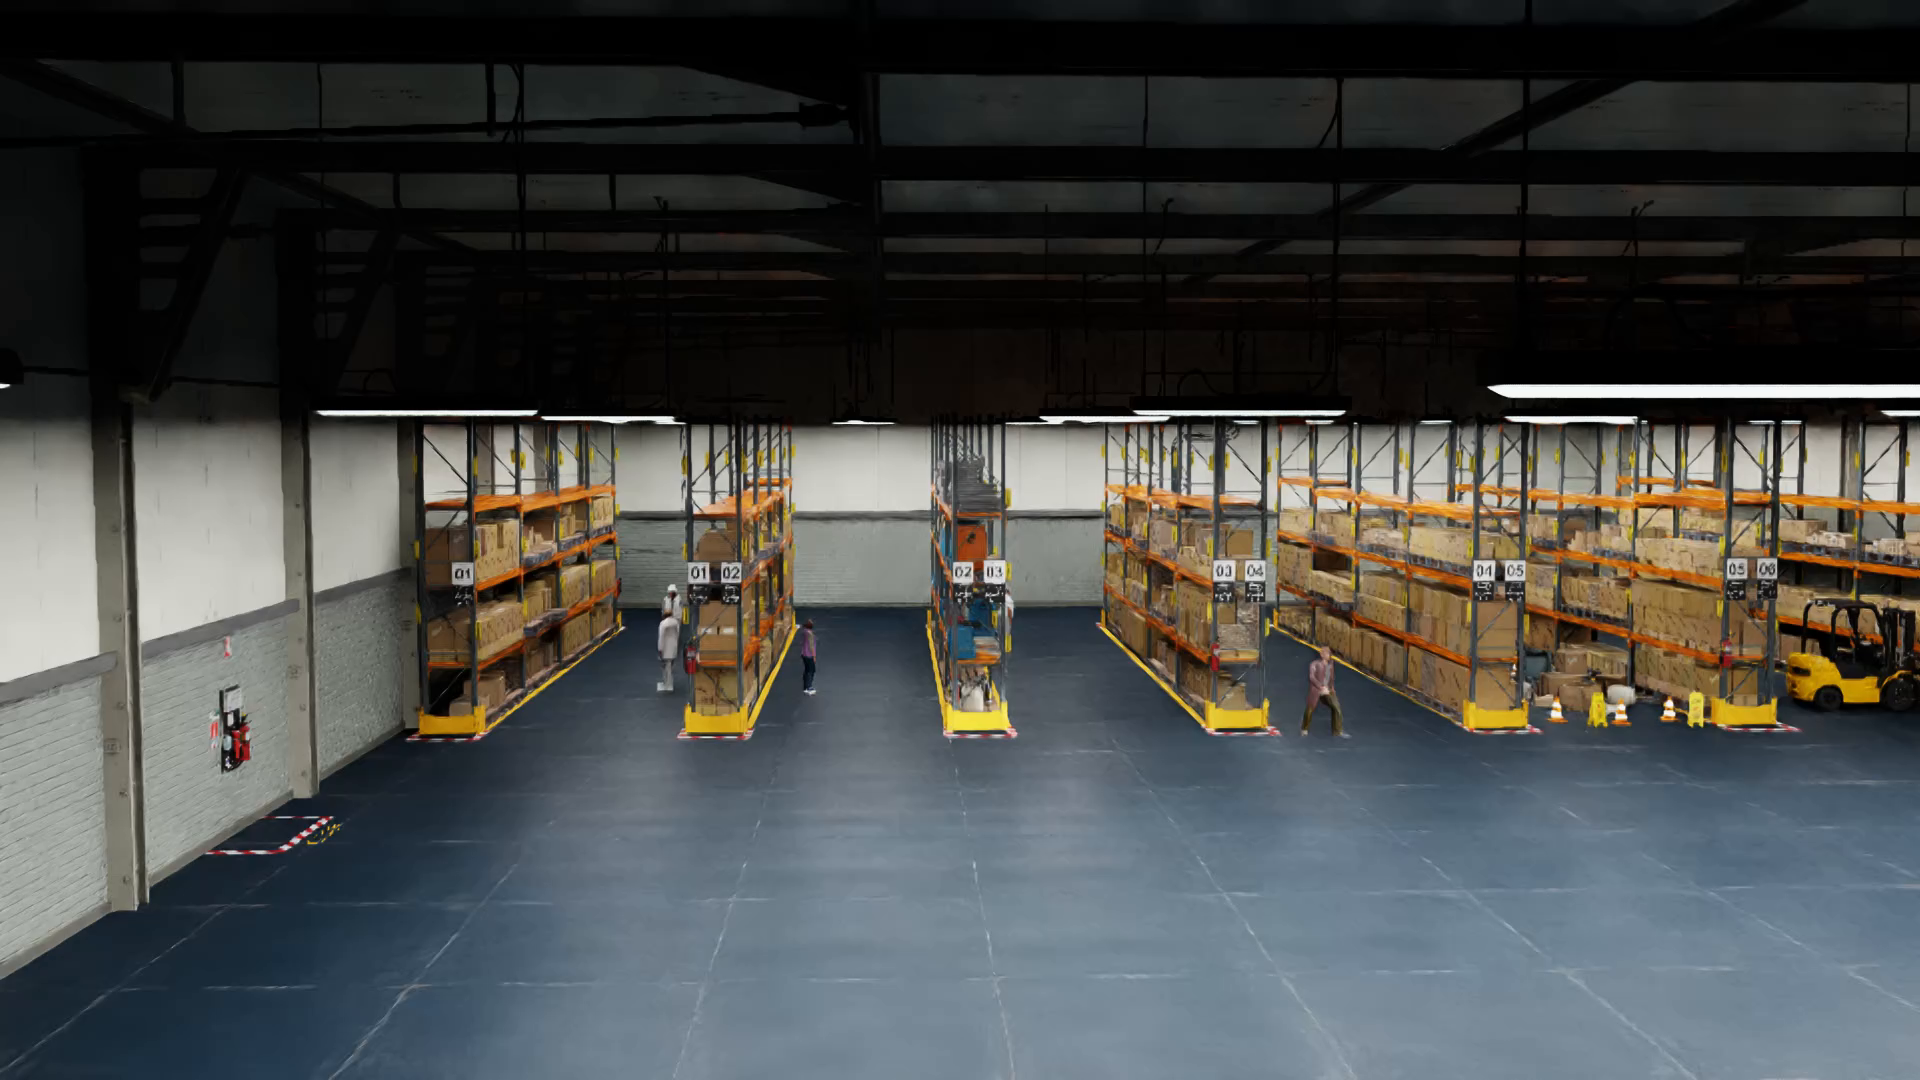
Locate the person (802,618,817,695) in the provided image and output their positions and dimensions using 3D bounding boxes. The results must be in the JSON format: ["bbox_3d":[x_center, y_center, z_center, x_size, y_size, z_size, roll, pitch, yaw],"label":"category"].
[{"bbox_3d":[-3.227,2.508,35.743,0.336,1.642,0.482,-2,4,-30],"label":"person"}]

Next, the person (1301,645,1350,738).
[{"bbox_3d":[6.655,2.777,30.554,0.711,1.719,0.868,-1,4,-21],"label":"person"}]

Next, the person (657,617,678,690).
[{"bbox_3d":[-6.399,2.454,36.175,0.549,1.587,0.634,2,4,28],"label":"person"}]

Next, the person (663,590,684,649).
[{"bbox_3d":[-7.338,1.969,42.575,0.518,1.601,0.944,0,4,0],"label":"person"}]

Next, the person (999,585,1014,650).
[{"bbox_3d":[1.202,1.979,42.663,0.357,1.675,0.566,-1,4,-18],"label":"person"}]
